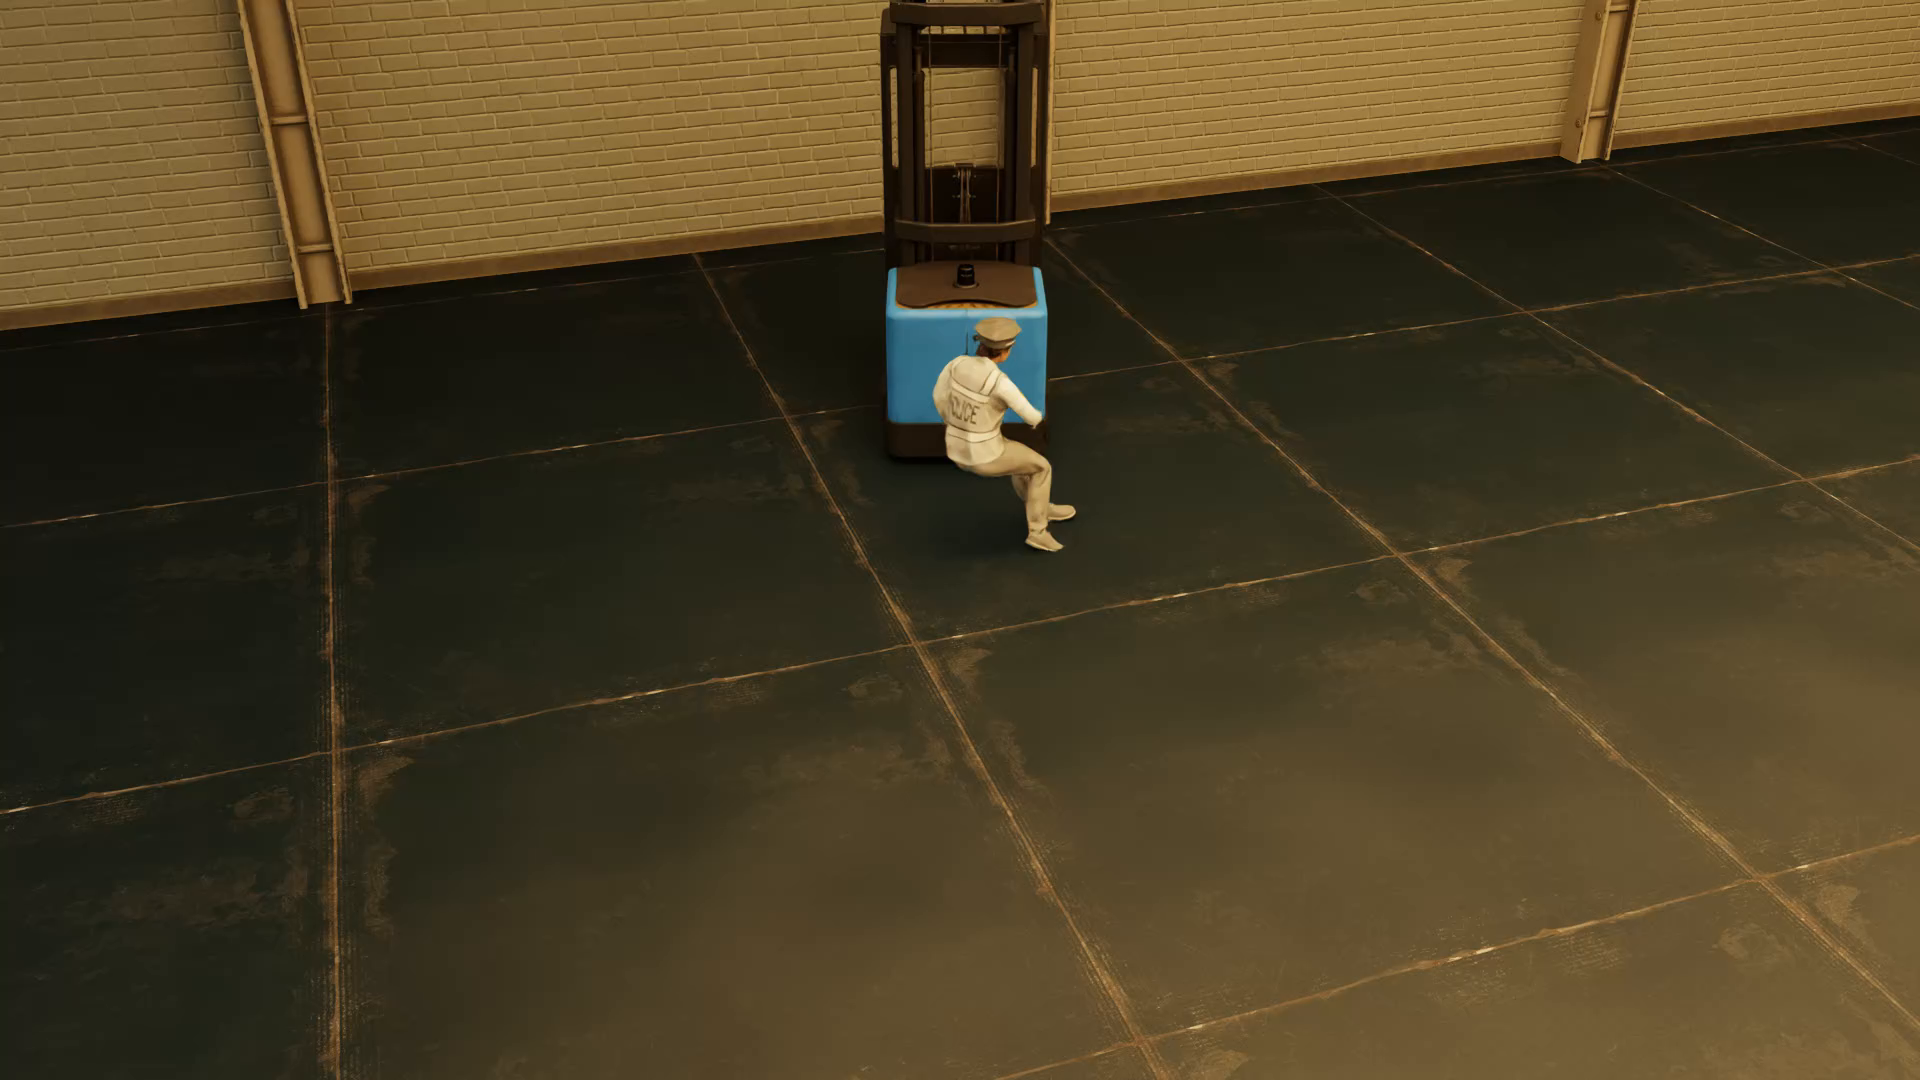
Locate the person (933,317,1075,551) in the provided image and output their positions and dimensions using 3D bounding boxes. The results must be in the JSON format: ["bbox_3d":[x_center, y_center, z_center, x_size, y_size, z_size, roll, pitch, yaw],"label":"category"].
[{"bbox_3d":[0.309,-0.629,9.793,0.855,1.454,0.745,-26,39,-37],"label":"person"}]

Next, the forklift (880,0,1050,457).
[{"bbox_3d":[0.022,-2.505,11.441,1.130,2.935,3.031,0,30,-1],"label":"forklift"}]
